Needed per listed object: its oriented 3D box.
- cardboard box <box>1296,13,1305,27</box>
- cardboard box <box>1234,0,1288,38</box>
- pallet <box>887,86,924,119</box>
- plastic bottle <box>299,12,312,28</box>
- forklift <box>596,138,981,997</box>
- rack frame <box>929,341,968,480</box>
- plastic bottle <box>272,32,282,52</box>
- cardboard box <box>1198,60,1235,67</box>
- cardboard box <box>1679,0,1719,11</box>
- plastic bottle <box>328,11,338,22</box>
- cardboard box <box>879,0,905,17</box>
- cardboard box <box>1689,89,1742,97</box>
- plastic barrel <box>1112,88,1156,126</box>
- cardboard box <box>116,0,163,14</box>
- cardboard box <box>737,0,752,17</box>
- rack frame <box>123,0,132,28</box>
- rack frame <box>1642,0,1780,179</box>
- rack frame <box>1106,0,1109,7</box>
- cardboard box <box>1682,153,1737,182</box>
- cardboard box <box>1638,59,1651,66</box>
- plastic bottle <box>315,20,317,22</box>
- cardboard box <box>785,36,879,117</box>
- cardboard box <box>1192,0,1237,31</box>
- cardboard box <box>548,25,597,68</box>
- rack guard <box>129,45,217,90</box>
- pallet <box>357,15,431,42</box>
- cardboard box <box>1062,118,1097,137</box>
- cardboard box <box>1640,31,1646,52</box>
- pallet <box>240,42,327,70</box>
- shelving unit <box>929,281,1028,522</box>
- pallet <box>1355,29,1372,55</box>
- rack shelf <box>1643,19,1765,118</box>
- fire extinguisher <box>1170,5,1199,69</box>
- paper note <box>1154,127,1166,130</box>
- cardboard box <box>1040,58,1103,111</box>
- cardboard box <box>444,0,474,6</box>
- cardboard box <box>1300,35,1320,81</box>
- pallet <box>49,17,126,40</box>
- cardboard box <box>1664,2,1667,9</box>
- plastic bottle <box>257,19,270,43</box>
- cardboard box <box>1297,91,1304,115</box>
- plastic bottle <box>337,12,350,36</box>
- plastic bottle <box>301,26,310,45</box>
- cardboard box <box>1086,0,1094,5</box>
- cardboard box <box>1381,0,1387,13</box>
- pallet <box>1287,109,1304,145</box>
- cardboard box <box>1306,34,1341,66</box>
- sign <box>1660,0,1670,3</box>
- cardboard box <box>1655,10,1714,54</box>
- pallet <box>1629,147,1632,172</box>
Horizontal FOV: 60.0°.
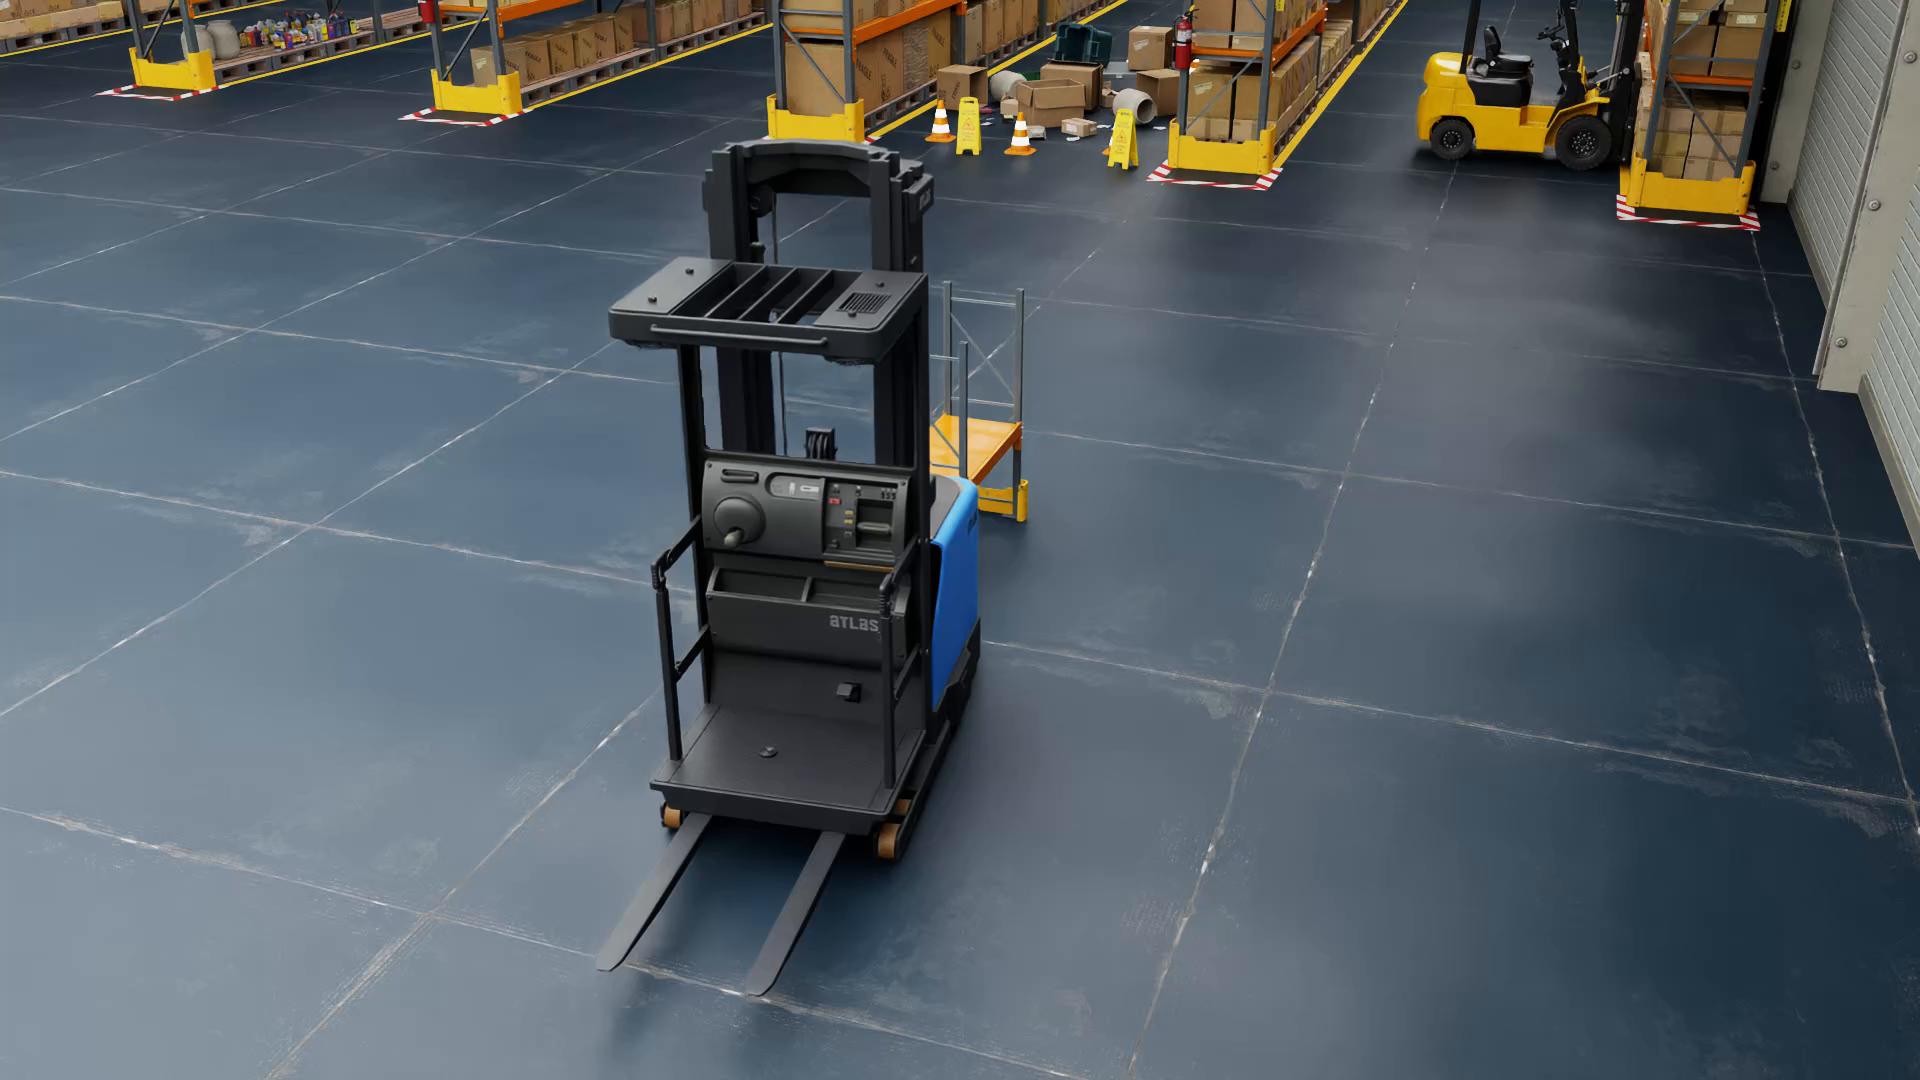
[{"bbox_3d":[3.964,-6.308,20.124,0.380,0.149,0.250,9,27,18],"label":"cardboard box"},{"bbox_3d":[3.372,-5.916,18.571,0.500,0.500,0.500,8,27,17],"label":"cardboard box"},{"bbox_3d":[-1.149,-5.844,22.078,1.003,0.211,1.213,9,27,17],"label":"pallet"},{"bbox_3d":[-10.256,-8.096,26.063,0.144,0.351,0.185,9,27,17],"label":"plastic bottle"},{"bbox_3d":[-0.726,-0.089,7.071,1.130,2.935,3.031,6,26,12],"label":"forklift"},{"bbox_3d":[-0.198,-0.431,9.419,0.500,1.500,0.032,9,27,17],"label":"rack frame"},{"bbox_3d":[-10.166,-7.408,24.735,0.097,0.271,0.097,0,26,0],"label":"plastic bottle"},{"bbox_3d":[3.032,-5.692,19.632,0.380,0.149,0.250,10,27,19],"label":"cardboard box"},{"bbox_3d":[7.555,-5.513,16.995,0.380,0.149,0.250,9,27,18],"label":"cardboard box"},{"bbox_3d":[-9.811,-8.102,26.077,0.144,0.351,0.185,9,27,17],"label":"plastic bottle"},{"bbox_3d":[-1.201,-6.927,20.943,0.875,0.550,0.550,9,27,17],"label":"cardboard box"},{"bbox_3d":[8.312,-4.846,18.343,0.500,0.250,0.500,9,27,17],"label":"cardboard box"},{"bbox_3d":[2.212,-5.492,21.107,0.421,0.421,0.512,-14,29,-27],"label":"plastic barrel"},{"bbox_3d":[-14.034,-9.183,28.448,0.500,0.250,0.500,8,27,16],"label":"cardboard box"},{"bbox_3d":[-3.935,-9.102,27.971,0.700,0.500,0.500,7,27,15],"label":"cardboard box"},{"bbox_3d":[-14.402,-10.102,27.672,1.000,3.000,0.127,9,27,17],"label":"rack frame"},{"bbox_3d":[7.634,-4.865,16.855,1.000,3.000,0.127,9,27,17],"label":"rack frame"},{"bbox_3d":[2.244,-11.191,29.921,1.000,3.000,0.127,9,27,17],"label":"rack frame"},{"bbox_3d":[7.982,-3.990,17.721,0.500,0.250,0.500,9,27,18],"label":"cardboard box"},{"bbox_3d":[8.329,-5.548,19.793,0.500,0.250,0.500,9,27,18],"label":"cardboard box"},{"bbox_3d":[-10.286,-8.212,26.474,0.097,0.201,0.097,0,26,0],"label":"plastic bottle"},{"bbox_3d":[-1.586,-5.780,20.703,0.875,0.875,0.875,9,27,18],"label":"cardboard box"},{"bbox_3d":[2.873,-6.025,18.796,0.500,0.500,0.500,8,27,17],"label":"cardboard box"},{"bbox_3d":[-5.548,-7.066,23.789,0.500,0.500,0.500,6,27,13],"label":"cardboard box"},{"bbox_3d":[-11.083,-6.651,23.414,1.175,0.500,0.348,9,27,17],"label":"rack guard"},{"bbox_3d":[-9.508,-8.456,27.471,1.003,0.211,1.213,9,27,17],"label":"pallet"},{"bbox_3d":[1.483,-5.131,20.677,0.250,0.149,0.380,-20,33,-36],"label":"cardboard box"},{"bbox_3d":[9.642,-6.472,22.418,0.875,0.625,0.625,8,27,15],"label":"cardboard box"},{"bbox_3d":[-10.399,-7.354,25.197,1.003,0.211,1.213,9,27,17],"label":"pallet"},{"bbox_3d":[-0.025,-0.644,9.858,0.587,1.500,1.083,9,27,17],"label":"shelving unit"},{"bbox_3d":[5.948,-7.929,26.383,1.003,0.211,1.213,9,27,17],"label":"pallet"},{"bbox_3d":[8.300,-5.363,18.710,1.077,0.370,4.000,9,27,17],"label":"rack shelf"},{"bbox_3d":[2.480,-5.568,18.397,0.296,0.674,0.183,9,27,17],"label":"fire extinguisher"},{"bbox_3d":[2.518,-5.196,20.947,0.142,0.019,0.148,0,26,-1],"label":"paper note"},{"bbox_3d":[1.453,-5.995,21.899,0.797,0.637,0.503,9,27,17],"label":"cardboard box"},{"bbox_3d":[-6.493,-7.054,21.666,0.380,0.149,0.250,9,27,17],"label":"cardboard box"},{"bbox_3d":[4.340,-6.234,21.496,0.500,0.500,0.500,8,27,17],"label":"cardboard box"},{"bbox_3d":[-14.706,-8.526,27.618,1.003,0.211,1.213,9,27,17],"label":"pallet"},{"bbox_3d":[7.824,-5.809,17.946,0.380,0.149,0.250,8,27,16],"label":"cardboard box"},{"bbox_3d":[-10.658,-7.788,25.427,0.144,0.351,0.185,10,28,20],"label":"plastic bottle"},{"bbox_3d":[3.999,-5.468,20.774,0.500,0.250,0.500,9,27,18],"label":"cardboard box"},{"bbox_3d":[-9.675,-8.082,26.034,0.144,0.351,0.185,8,27,16],"label":"plastic bottle"},{"bbox_3d":[-9.951,-7.674,25.283,0.097,0.271,0.097,0,26,0],"label":"plastic bottle"},{"bbox_3d":[2.064,-9.703,29.235,0.500,0.500,0.500,8,27,16],"label":"cardboard box"},{"bbox_3d":[6.815,-9.481,28.345,0.875,0.875,0.875,10,27,19],"label":"cardboard box"},{"bbox_3d":[3.689,-5.188,20.722,1.003,0.211,1.213,9,27,17],"label":"pallet"},{"bbox_3d":[4.921,-7.031,23.863,0.950,0.372,0.625,10,27,19],"label":"cardboard box"},{"bbox_3d":[7.127,-5.577,16.726,0.100,0.325,0.005,9,27,17],"label":"sign"},{"bbox_3d":[7.732,-5.362,17.768,0.500,0.500,0.500,10,27,19],"label":"cardboard box"},{"bbox_3d":[8.257,-4.430,19.157,1.003,0.211,1.213,9,27,17],"label":"pallet"}]
